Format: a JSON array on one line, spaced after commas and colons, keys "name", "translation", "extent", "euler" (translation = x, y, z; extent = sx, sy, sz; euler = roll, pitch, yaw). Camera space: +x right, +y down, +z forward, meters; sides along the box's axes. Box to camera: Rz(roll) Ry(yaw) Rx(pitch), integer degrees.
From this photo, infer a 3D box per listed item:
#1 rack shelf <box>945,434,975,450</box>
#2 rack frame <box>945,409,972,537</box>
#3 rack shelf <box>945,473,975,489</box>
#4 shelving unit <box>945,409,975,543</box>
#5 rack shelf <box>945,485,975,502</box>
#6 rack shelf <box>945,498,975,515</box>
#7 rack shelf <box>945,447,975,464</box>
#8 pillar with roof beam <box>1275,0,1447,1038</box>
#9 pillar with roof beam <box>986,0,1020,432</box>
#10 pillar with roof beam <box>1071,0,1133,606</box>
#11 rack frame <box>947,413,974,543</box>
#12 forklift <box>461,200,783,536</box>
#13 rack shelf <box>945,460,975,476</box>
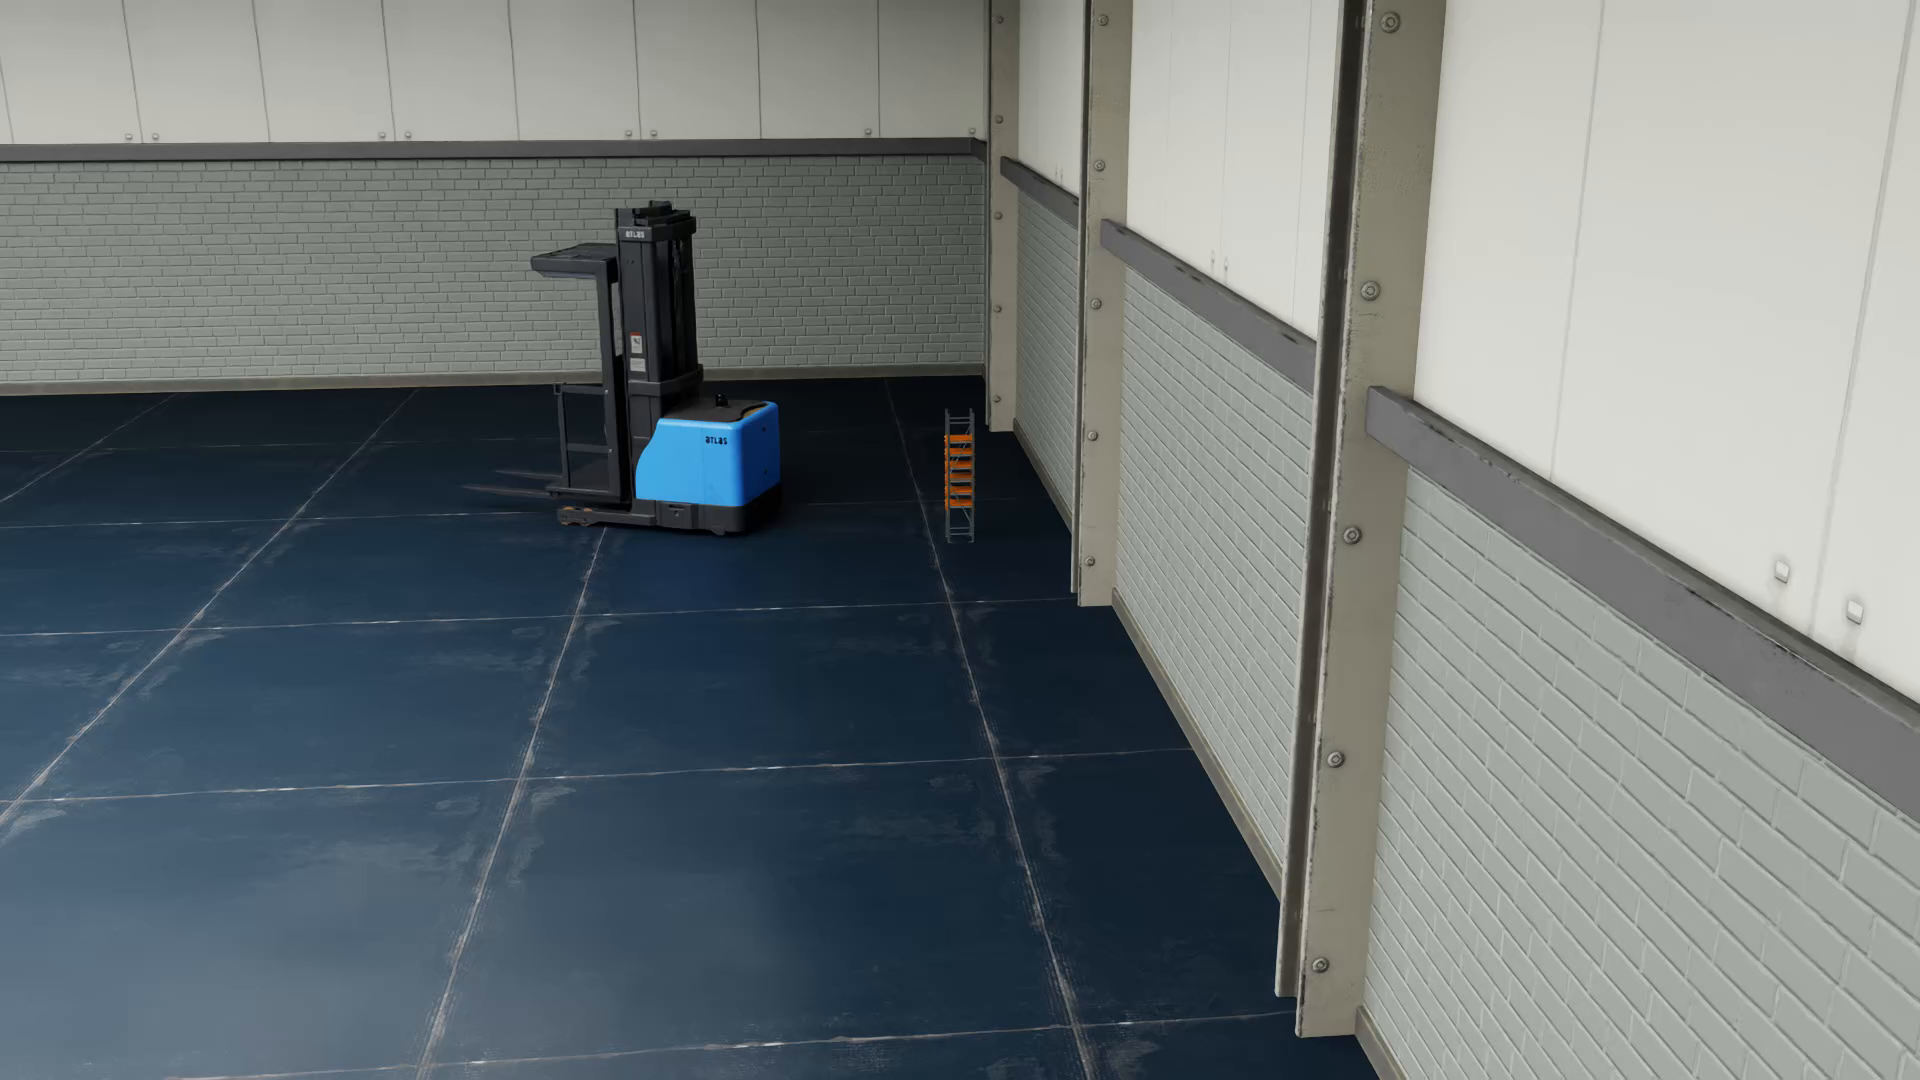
[{"name": "rack shelf", "translation": [-0.002, -0.878, 14.917], "extent": [0.258, 0.103, 0.180], "euler": [-2, 18, -6]}, {"name": "rack frame", "translation": [-0.011, -0.604, 15.098], "extent": [0.240, 1.200, 0.006], "euler": [-2, 18, -6]}, {"name": "rack shelf", "translation": [-0.002, -0.534, 15.024], "extent": [0.258, 0.103, 0.180], "euler": [-2, 18, -6]}, {"name": "shelving unit", "translation": [-0.002, -0.577, 15.011], "extent": [0.258, 1.200, 0.189], "euler": [-2, 18, -6]}, {"name": "rack shelf", "translation": [-0.002, -0.420, 15.060], "extent": [0.258, 0.103, 0.180], "euler": [-2, 18, -6]}, {"name": "rack shelf", "translation": [-0.001, -0.305, 15.096], "extent": [0.258, 0.103, 0.180], "euler": [-2, 18, -6]}, {"name": "rack shelf", "translation": [-0.002, -0.763, 14.953], "extent": [0.258, 0.103, 0.180], "euler": [-2, 18, -6]}, {"name": "pillar with roof beam", "translation": [-2.569, -1.899, 6.202], "extent": [9.100, 9.000, 0.400], "euler": [-2, 18, -6]}, {"name": "pillar with roof beam", "translation": [-3.806, -5.474, 17.590], "extent": [9.100, 9.000, 0.400], "euler": [-2, 18, -6]}, {"name": "pillar with roof beam", "translation": [-3.187, -3.687, 11.896], "extent": [9.100, 9.000, 0.400], "euler": [-2, 18, -6]}, {"name": "rack frame", "translation": [0.008, -0.550, 14.924], "extent": [0.240, 1.200, 0.006], "euler": [-2, 18, -6]}, {"name": "forklift", "translation": [-3.282, -1.670, 15.603], "extent": [3.031, 2.935, 1.130], "euler": [5, 18, 15]}, {"name": "rack shelf", "translation": [-0.002, -0.649, 14.988], "extent": [0.258, 0.103, 0.180], "euler": [-2, 18, -6]}]
